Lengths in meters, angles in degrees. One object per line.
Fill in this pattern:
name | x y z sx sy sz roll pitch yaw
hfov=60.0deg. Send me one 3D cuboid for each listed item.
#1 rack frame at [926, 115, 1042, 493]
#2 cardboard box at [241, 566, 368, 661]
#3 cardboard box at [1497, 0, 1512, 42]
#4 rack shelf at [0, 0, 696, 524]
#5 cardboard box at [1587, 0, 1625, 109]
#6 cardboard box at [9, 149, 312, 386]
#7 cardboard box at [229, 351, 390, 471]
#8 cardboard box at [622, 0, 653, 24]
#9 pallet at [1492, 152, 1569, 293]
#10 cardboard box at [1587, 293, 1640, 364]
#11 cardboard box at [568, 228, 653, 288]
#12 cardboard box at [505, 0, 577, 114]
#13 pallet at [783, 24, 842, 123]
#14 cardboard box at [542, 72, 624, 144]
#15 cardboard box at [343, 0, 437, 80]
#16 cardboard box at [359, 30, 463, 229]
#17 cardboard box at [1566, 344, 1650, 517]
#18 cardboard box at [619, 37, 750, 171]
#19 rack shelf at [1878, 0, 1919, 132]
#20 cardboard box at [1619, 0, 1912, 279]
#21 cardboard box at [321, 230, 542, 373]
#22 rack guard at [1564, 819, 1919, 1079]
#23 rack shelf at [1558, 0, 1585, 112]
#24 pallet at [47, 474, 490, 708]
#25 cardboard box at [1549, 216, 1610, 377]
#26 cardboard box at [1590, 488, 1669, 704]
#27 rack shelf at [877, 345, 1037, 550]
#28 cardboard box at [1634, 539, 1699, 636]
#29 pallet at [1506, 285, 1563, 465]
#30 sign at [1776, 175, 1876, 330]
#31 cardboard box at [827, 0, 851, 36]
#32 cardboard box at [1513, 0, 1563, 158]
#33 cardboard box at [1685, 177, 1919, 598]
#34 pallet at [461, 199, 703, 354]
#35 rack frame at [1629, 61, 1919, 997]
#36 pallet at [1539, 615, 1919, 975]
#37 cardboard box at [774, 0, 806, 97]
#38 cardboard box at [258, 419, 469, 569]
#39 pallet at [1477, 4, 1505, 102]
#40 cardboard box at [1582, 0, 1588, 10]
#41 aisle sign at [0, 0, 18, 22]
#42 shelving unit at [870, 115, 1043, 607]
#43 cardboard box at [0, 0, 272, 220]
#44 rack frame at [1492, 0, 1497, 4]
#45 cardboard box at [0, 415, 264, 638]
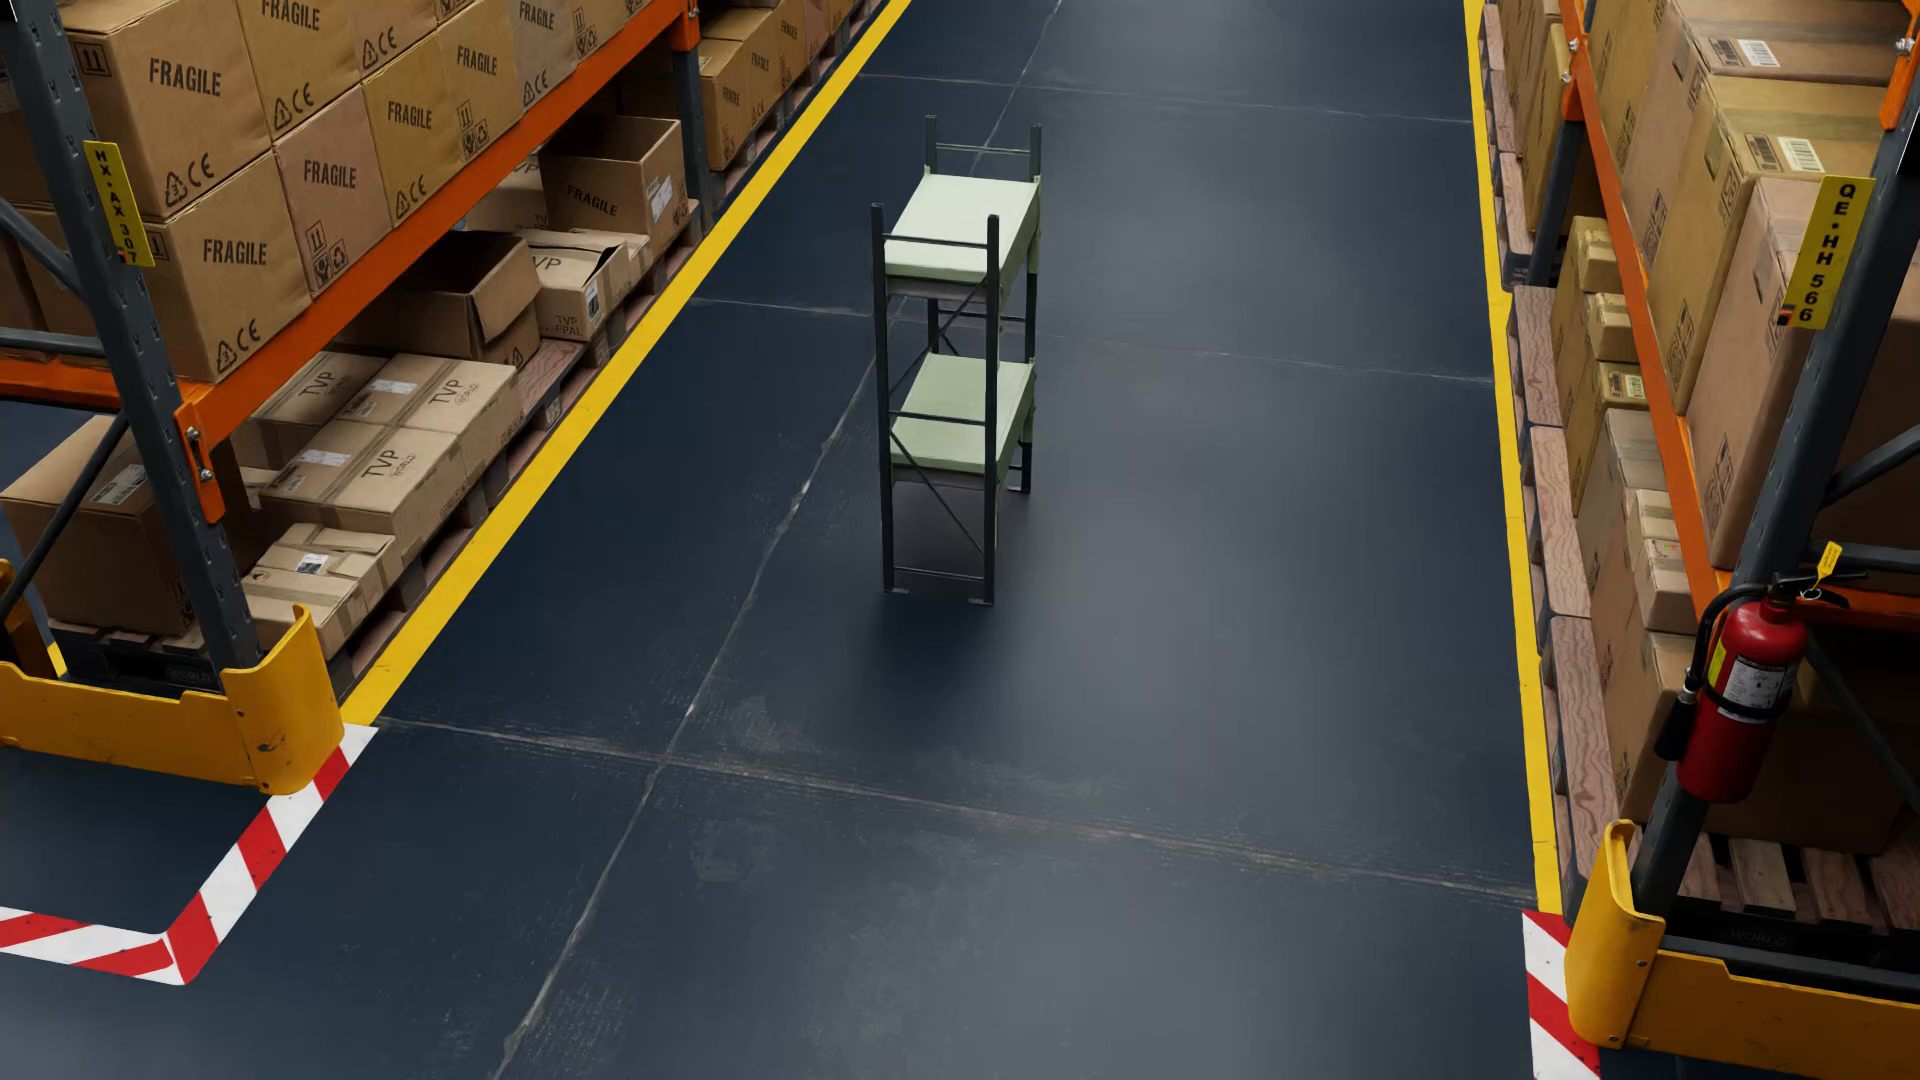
rack frame | 0.080 -0.821 6.105 0.400 1.500 0.023 7 37 10
cardboard box | -2.178 0.237 5.421 0.380 0.149 0.250 7 37 10
cardboard box | 3.661 -3.404 9.865 0.750 0.750 0.750 7 36 9
rack shelf | -2.176 -1.397 6.235 1.077 0.370 4.000 7 37 10
cardboard box | 2.960 -2.029 6.238 0.980 0.700 0.700 8 37 11
cardboard box | -2.250 -0.804 4.718 0.500 0.500 0.500 8 37 11
cardboard box | -2.495 -0.490 6.339 0.500 0.250 0.500 7 37 10
cardboard box | -1.604 -2.557 7.137 0.500 0.500 0.500 8 37 11
pallet | 3.183 -1.539 8.194 1.003 0.211 1.213 7 37 10
cardboard box | 2.469 -0.748 5.946 0.380 0.149 0.250 6 36 9
cardboard box | -1.614 -1.274 7.507 0.380 0.149 0.250 7 37 10
cardboard box | -1.821 -1.966 6.322 0.500 0.500 0.500 8 37 11
pallet | -1.353 -2.879 10.042 1.003 0.211 1.213 7 37 10
cardboard box | -1.923 -2.320 8.650 0.500 0.500 0.500 7 37 10
cardboard box | -2.034 -1.796 5.234 0.500 0.500 0.500 8 37 11
cardboard box | -2.035 -1.388 5.523 0.500 0.500 0.500 7 37 10
cardboard box | 2.610 -0.377 5.986 0.700 0.500 0.500 8 37 11
cardboard box | -1.407 -2.248 8.551 0.500 0.500 0.500 6 36 8
rack shelf | 2.665 -1.993 4.501 1.077 0.370 4.000 7 37 10
cardboard box | 2.653 -1.193 5.084 0.980 0.700 0.700 6 36 8
cardboard box | -2.145 -0.925 6.722 0.797 0.503 0.637 7 37 10
rack guard | 2.232 1.103 4.303 1.175 0.500 0.348 7 37 10
rack shelf | 3.519 -3.072 8.545 1.077 0.370 4.000 7 37 10
pallet | -2.417 0.086 5.951 1.003 0.211 1.213 7 37 10
cardboard box | 2.832 -0.958 6.789 0.700 0.500 0.500 8 37 11
cardboard box | 2.396 0.218 5.165 0.700 0.500 0.500 7 37 10
rack shelf | 0.001 -0.347 6.006 0.431 0.370 0.720 7 37 10
cardboard box | 2.139 0.146 4.712 0.380 0.149 0.250 7 37 9
pallet | 2.853 -0.661 6.982 1.003 0.211 1.213 7 37 10
sign | 1.710 -0.564 3.284 0.100 0.325 0.005 7 37 10
cardboard box | -0.975 -3.432 10.185 0.500 0.500 0.500 6 36 8
cardboard box | 3.291 -2.415 8.500 0.750 0.750 0.750 8 37 11
cardboard box | 2.337 -0.338 3.905 0.980 0.700 0.700 9 37 12
pallet | -1.896 -1.312 7.881 1.003 0.211 1.213 7 37 10
rack frame | 2.237 0.077 3.588 1.000 3.000 0.127 7 37 10
pallet | 2.332 0.738 5.052 1.003 0.211 1.213 7 37 10
cardboard box | -1.190 -2.841 9.369 0.500 0.500 0.500 8 37 11
cardboard box | -2.103 -0.170 5.896 0.500 0.250 0.500 7 37 10
pallet | 3.704 -2.938 10.124 1.003 0.211 1.213 7 37 10
cardboard box | 2.887 -2.352 7.136 0.380 0.149 0.250 8 37 10
aisle sign | -2.330 -1.519 3.574 0.394 0.787 0.004 7 37 10
shelving unit | 0.001 -0.611 5.815 0.431 1.500 0.755 7 37 10
cardboard box | -2.250 -1.209 4.424 0.500 0.500 0.500 8 37 11
rack frame | 3.946 -4.510 9.916 1.000 3.000 0.127 7 37 10
cardboard box | -2.727 -0.051 5.519 0.500 0.500 0.500 7 37 10
